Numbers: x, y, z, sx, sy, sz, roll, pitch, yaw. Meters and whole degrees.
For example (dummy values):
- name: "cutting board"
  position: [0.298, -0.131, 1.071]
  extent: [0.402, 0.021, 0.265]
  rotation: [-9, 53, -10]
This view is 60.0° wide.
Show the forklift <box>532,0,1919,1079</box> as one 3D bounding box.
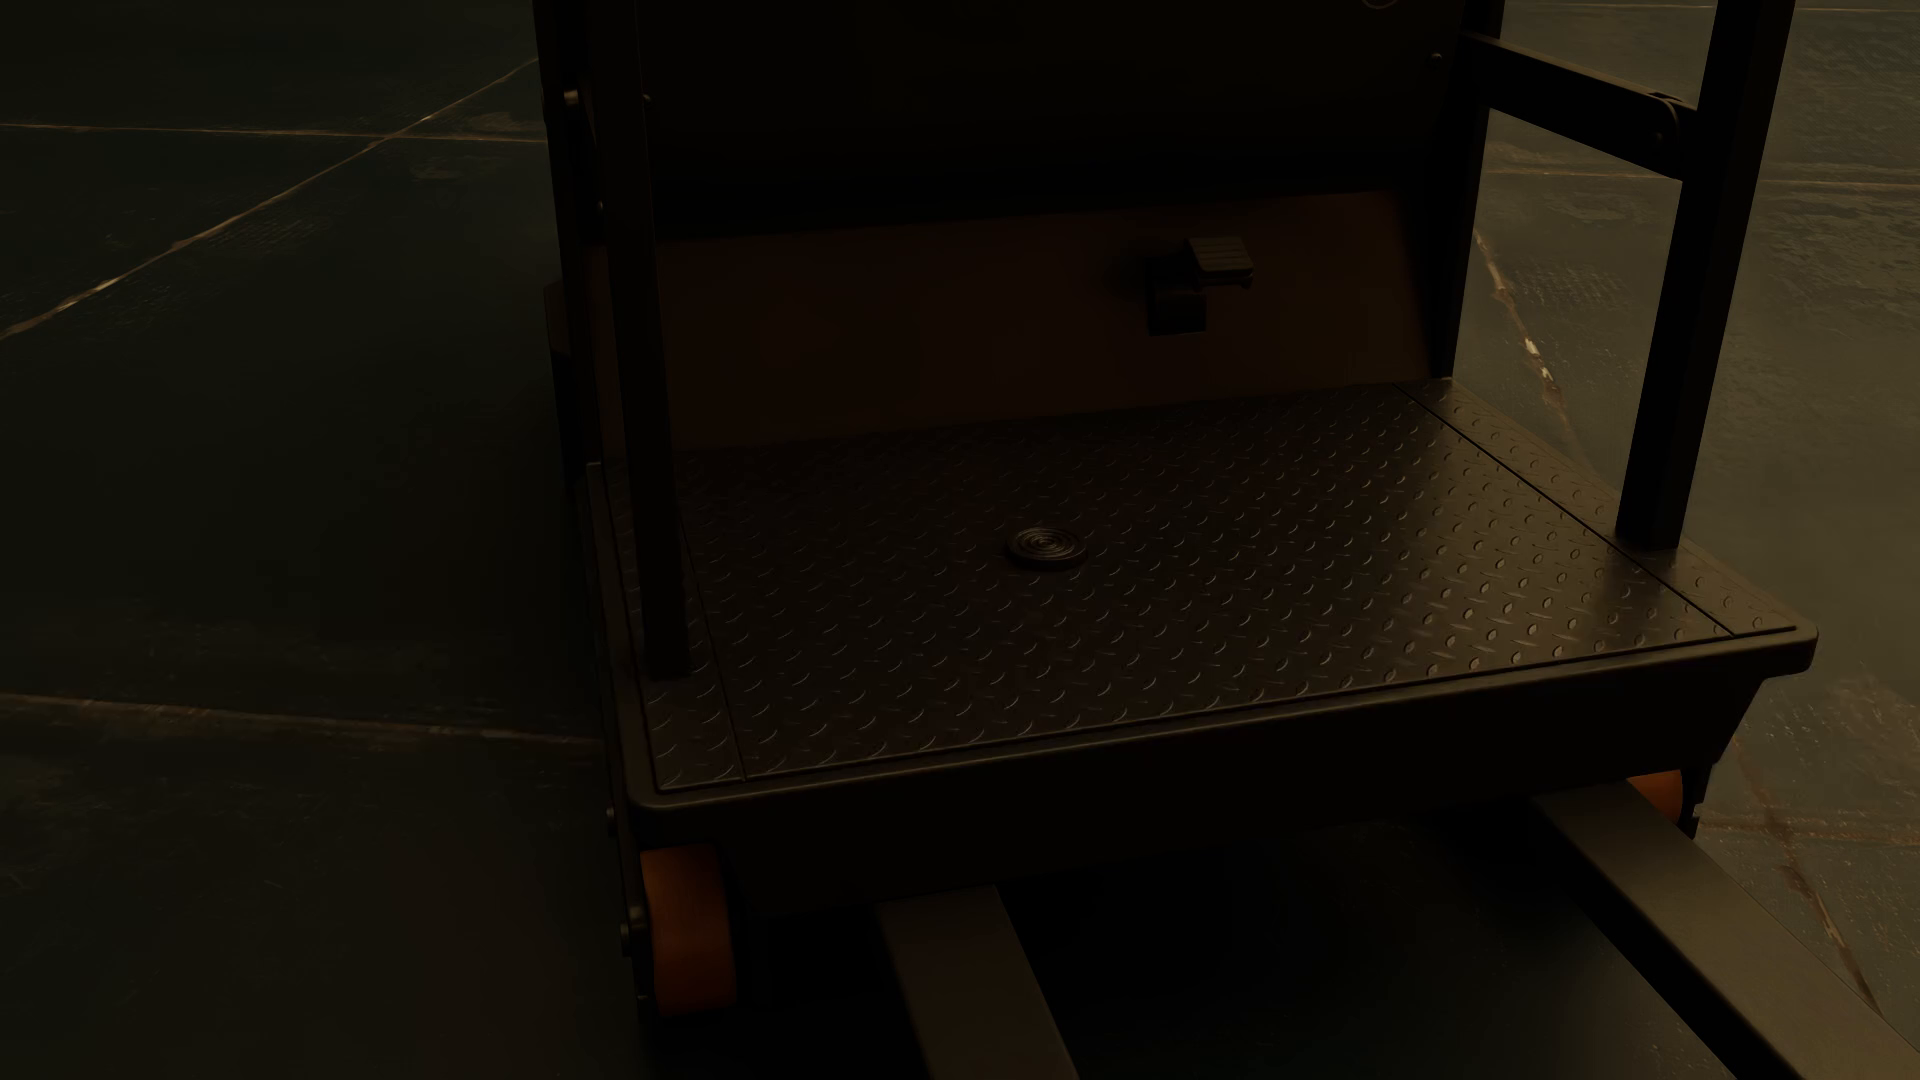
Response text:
- name: "forklift"
  position: [0.153, -1.049, 1.319]
  extent: [1.130, 2.935, 3.031]
  rotation: [-7, 27, -13]
